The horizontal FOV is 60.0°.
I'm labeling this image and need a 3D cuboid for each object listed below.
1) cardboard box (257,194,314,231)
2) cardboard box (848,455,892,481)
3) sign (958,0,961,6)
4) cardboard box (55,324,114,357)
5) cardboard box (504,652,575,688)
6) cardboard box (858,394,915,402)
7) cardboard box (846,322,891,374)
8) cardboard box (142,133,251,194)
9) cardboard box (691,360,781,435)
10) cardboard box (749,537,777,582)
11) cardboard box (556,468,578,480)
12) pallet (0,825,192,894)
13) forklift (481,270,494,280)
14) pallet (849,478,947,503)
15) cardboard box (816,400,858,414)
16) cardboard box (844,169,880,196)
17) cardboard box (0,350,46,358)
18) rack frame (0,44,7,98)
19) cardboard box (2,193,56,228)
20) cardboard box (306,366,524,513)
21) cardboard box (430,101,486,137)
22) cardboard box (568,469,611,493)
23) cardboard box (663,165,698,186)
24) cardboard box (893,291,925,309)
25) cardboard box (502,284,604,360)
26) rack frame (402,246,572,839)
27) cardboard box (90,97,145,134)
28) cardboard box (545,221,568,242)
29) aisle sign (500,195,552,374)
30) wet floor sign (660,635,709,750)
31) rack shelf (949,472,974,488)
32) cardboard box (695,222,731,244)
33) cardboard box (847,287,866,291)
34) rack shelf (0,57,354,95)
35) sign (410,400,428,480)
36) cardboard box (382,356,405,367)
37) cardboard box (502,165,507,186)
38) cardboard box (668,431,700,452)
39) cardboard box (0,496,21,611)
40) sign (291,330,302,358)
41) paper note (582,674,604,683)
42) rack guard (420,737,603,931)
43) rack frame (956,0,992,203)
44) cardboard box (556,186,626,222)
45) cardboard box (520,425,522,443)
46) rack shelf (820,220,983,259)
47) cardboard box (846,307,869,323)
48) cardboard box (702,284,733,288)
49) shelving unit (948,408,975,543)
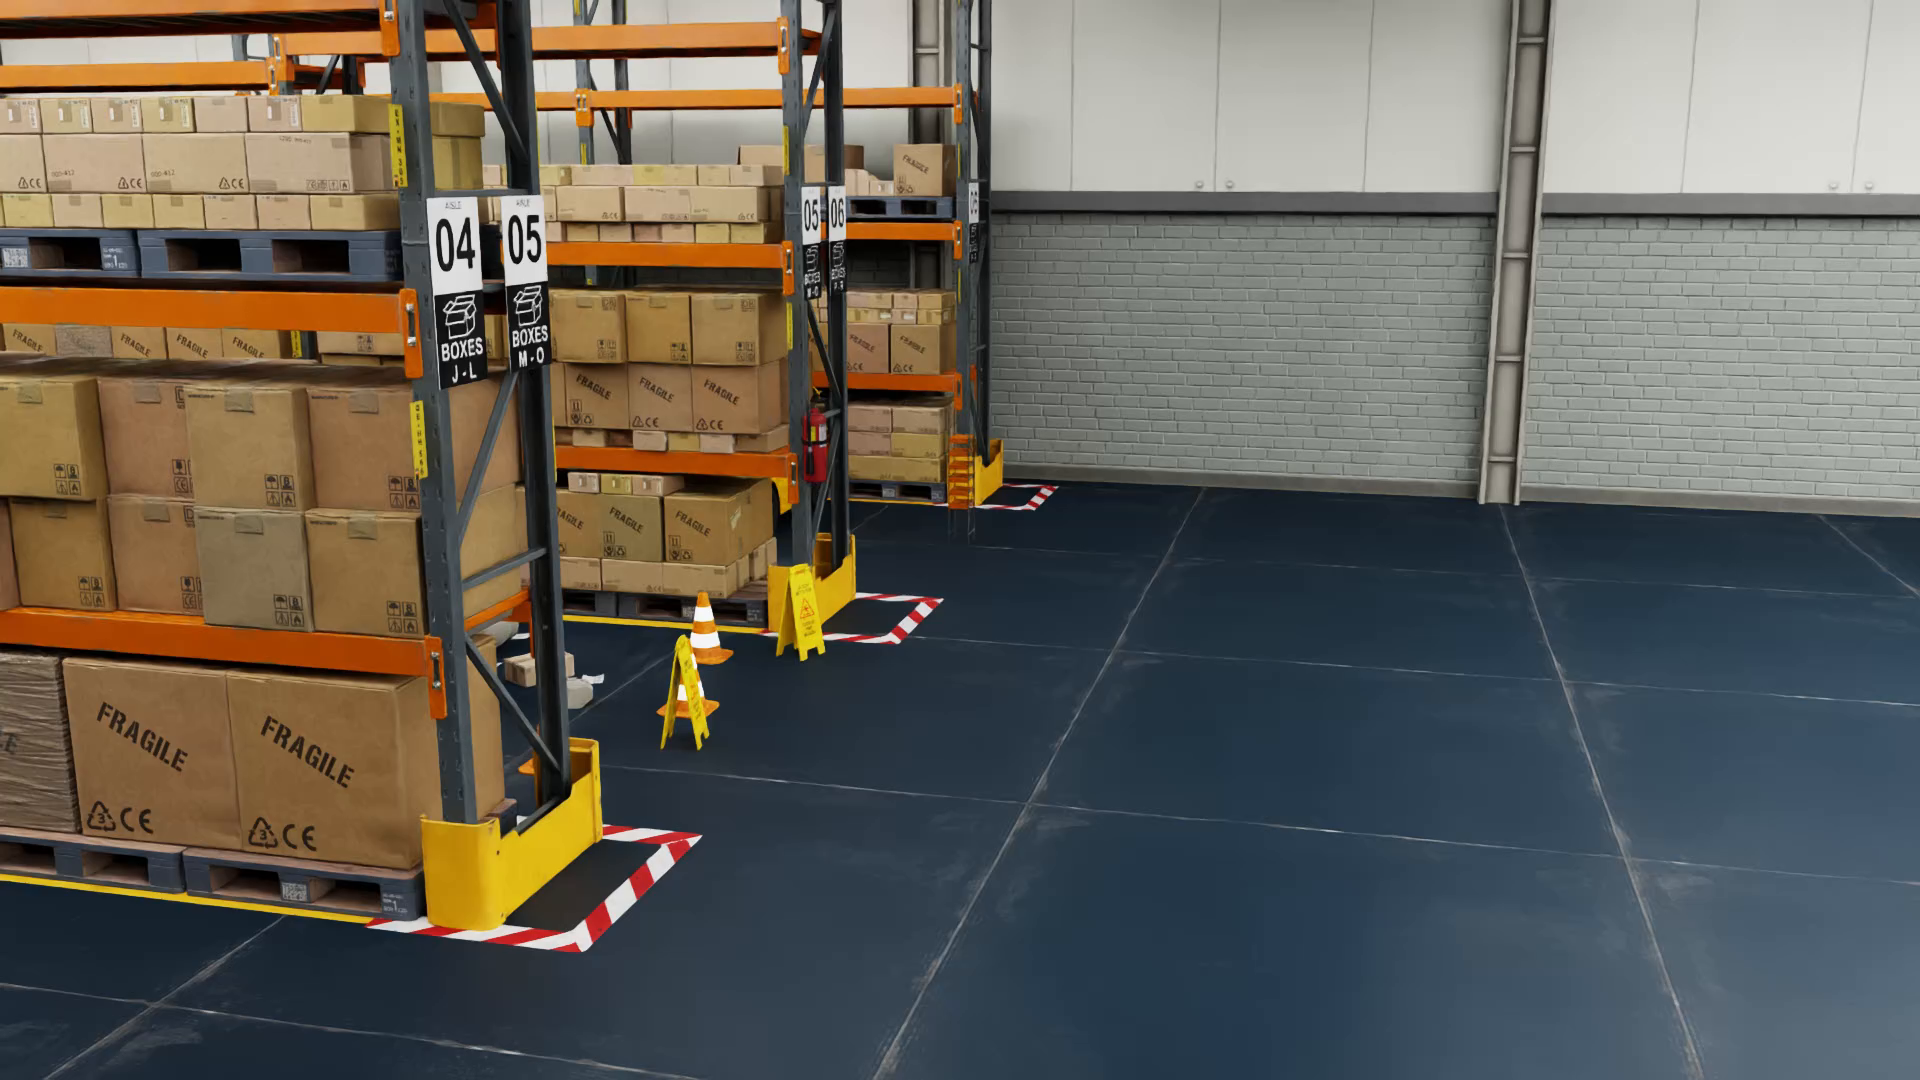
[{"bbox_3d":[-2.780,-1.407,7.123,0.250,0.149,0.380,3,13,14],"label":"cardboard box"},{"bbox_3d":[-0.871,-0.791,17.270,0.500,0.250,0.500,3,13,14],"label":"cardboard box"},{"bbox_3d":[-0.002,-5.253,15.811,0.005,0.325,0.100,3,13,14],"label":"sign"},{"bbox_3d":[-6.921,-1.562,13.477,0.500,0.500,0.500,3,13,11],"label":"cardboard box"},{"bbox_3d":[-2.800,0.850,11.077,0.250,0.149,0.380,12,17,43],"label":"cardboard box"},{"bbox_3d":[-0.766,-1.384,17.631,0.500,0.250,0.500,3,13,14],"label":"cardboard box"},{"bbox_3d":[-0.901,-1.991,17.067,0.500,0.500,0.500,3,13,15],"label":"cardboard box"},{"bbox_3d":[-3.159,-1.636,7.231,0.500,0.250,0.500,3,13,14],"label":"cardboard box"},{"bbox_3d":[-1.637,-1.063,12.199,0.500,0.500,0.500,3,13,13],"label":"cardboard box"},{"bbox_3d":[-1.761,0.138,13.079,0.500,0.250,0.500,3,13,13],"label":"cardboard box"},{"bbox_3d":[-3.299,-0.309,13.363,0.500,0.500,0.500,4,13,17],"label":"cardboard box"},{"bbox_3d":[-4.108,1.420,8.363,1.213,0.211,1.003,3,13,14],"label":"pallet"},{"bbox_3d":[-5.227,-1.633,15.844,3.031,2.935,1.130,2,13,10],"label":"forklift"},{"bbox_3d":[-0.611,-0.612,17.523,1.213,0.211,1.003,3,13,14],"label":"pallet"},{"bbox_3d":[-1.370,-1.301,17.260,0.500,0.250,0.500,3,13,14],"label":"cardboard box"},{"bbox_3d":[-0.982,-3.588,16.680,0.258,0.266,0.396,3,13,14],"label":"cardboard box"},{"bbox_3d":[-5.104,-0.630,8.326,0.550,0.550,0.875,3,13,14],"label":"cardboard box"},{"bbox_3d":[-11.509,-5.494,19.239,0.127,3.000,1.000,3,13,14],"label":"rack frame"},{"bbox_3d":[-4.016,-1.474,7.420,0.250,0.149,0.380,3,13,14],"label":"cardboard box"},{"bbox_3d":[-2.483,-0.480,7.651,0.550,0.550,0.875,3,13,14],"label":"cardboard box"},{"bbox_3d":[-2.380,-1.922,7.600,0.250,0.149,0.380,3,13,14],"label":"cardboard box"},{"bbox_3d":[-2.755,-0.464,12.564,0.250,0.149,0.380,4,13,16],"label":"cardboard box"},{"bbox_3d":[-1.936,-2.616,11.930,0.250,0.149,0.380,3,13,13],"label":"cardboard box"},{"bbox_3d":[-0.504,-2.434,16.881,0.250,0.149,0.380,3,13,14],"label":"cardboard box"},{"bbox_3d":[-3.053,-1.649,12.533,0.500,0.500,0.700,3,13,13],"label":"cardboard box"},{"bbox_3d":[-2.132,0.147,7.661,0.127,3.000,1.000,3,13,14],"label":"rack frame"},{"bbox_3d":[-3.525,-1.837,7.216,0.250,0.149,0.380,3,13,14],"label":"cardboard box"},{"bbox_3d":[-2.959,-2.271,12.214,0.250,0.149,0.380,3,13,13],"label":"cardboard box"},{"bbox_3d":[-1.991,-1.181,7.647,0.004,0.787,0.394,3,13,14],"label":"aisle sign"},{"bbox_3d":[-1.629,0.882,9.786,0.232,0.644,0.267,1,13,4],"label":"wet floor sign"},{"bbox_3d":[0.014,-0.542,15.126,0.180,0.103,0.258,3,13,14],"label":"rack shelf"},{"bbox_3d":[-1.707,-2.206,11.924,0.250,0.149,0.380,3,13,14],"label":"cardboard box"},{"bbox_3d":[-1.137,-2.572,17.501,0.250,0.149,0.380,3,13,15],"label":"cardboard box"},{"bbox_3d":[-6.869,-3.593,13.251,4.000,0.370,1.077,3,13,14],"label":"rack shelf"},{"bbox_3d":[-2.275,-0.420,6.999,0.005,0.325,0.100,3,13,14],"label":"sign"},{"bbox_3d":[-4.074,-1.198,12.806,0.500,0.500,0.500,3,13,13],"label":"cardboard box"},{"bbox_3d":[-3.171,-2.689,12.259,0.250,0.149,0.380,3,13,15],"label":"cardboard box"},{"bbox_3d":[-1.975,-0.758,12.322,0.250,0.149,0.380,3,13,13],"label":"cardboard box"},{"bbox_3d":[-4.619,-0.040,8.160,0.550,0.550,0.875,3,13,14],"label":"cardboard box"},{"bbox_3d":[-5.057,-1.555,12.659,0.005,0.325,0.100,3,13,14],"label":"sign"},{"bbox_3d":[-2.439,0.920,11.032,0.142,0.019,0.148,-1,13,-6],"label":"paper note"},{"bbox_3d":[-2.109,1.369,7.926,0.348,0.500,1.175,3,13,14],"label":"rack guard"},{"bbox_3d":[0.142,-4.872,16.432,0.127,3.000,1.000,3,13,14],"label":"rack frame"},{"bbox_3d":[-2.598,-2.457,12.135,0.500,0.250,0.500,3,13,15],"label":"cardboard box"},{"bbox_3d":[-3.207,-0.824,12.621,0.250,0.149,0.380,3,13,13],"label":"cardboard box"},{"bbox_3d":[-1.800,-3.160,17.302,4.000,0.370,1.077,3,13,14],"label":"rack shelf"},{"bbox_3d":[-0.992,-2.316,17.035,0.250,0.149,0.380,3,13,13],"label":"cardboard box"},{"bbox_3d":[-2.608,-2.676,17.969,0.250,0.149,0.380,3,13,12],"label":"cardboard box"},{"bbox_3d":[0.014,-0.585,15.117,0.189,1.200,0.258,3,13,14],"label":"shelving unit"}]
